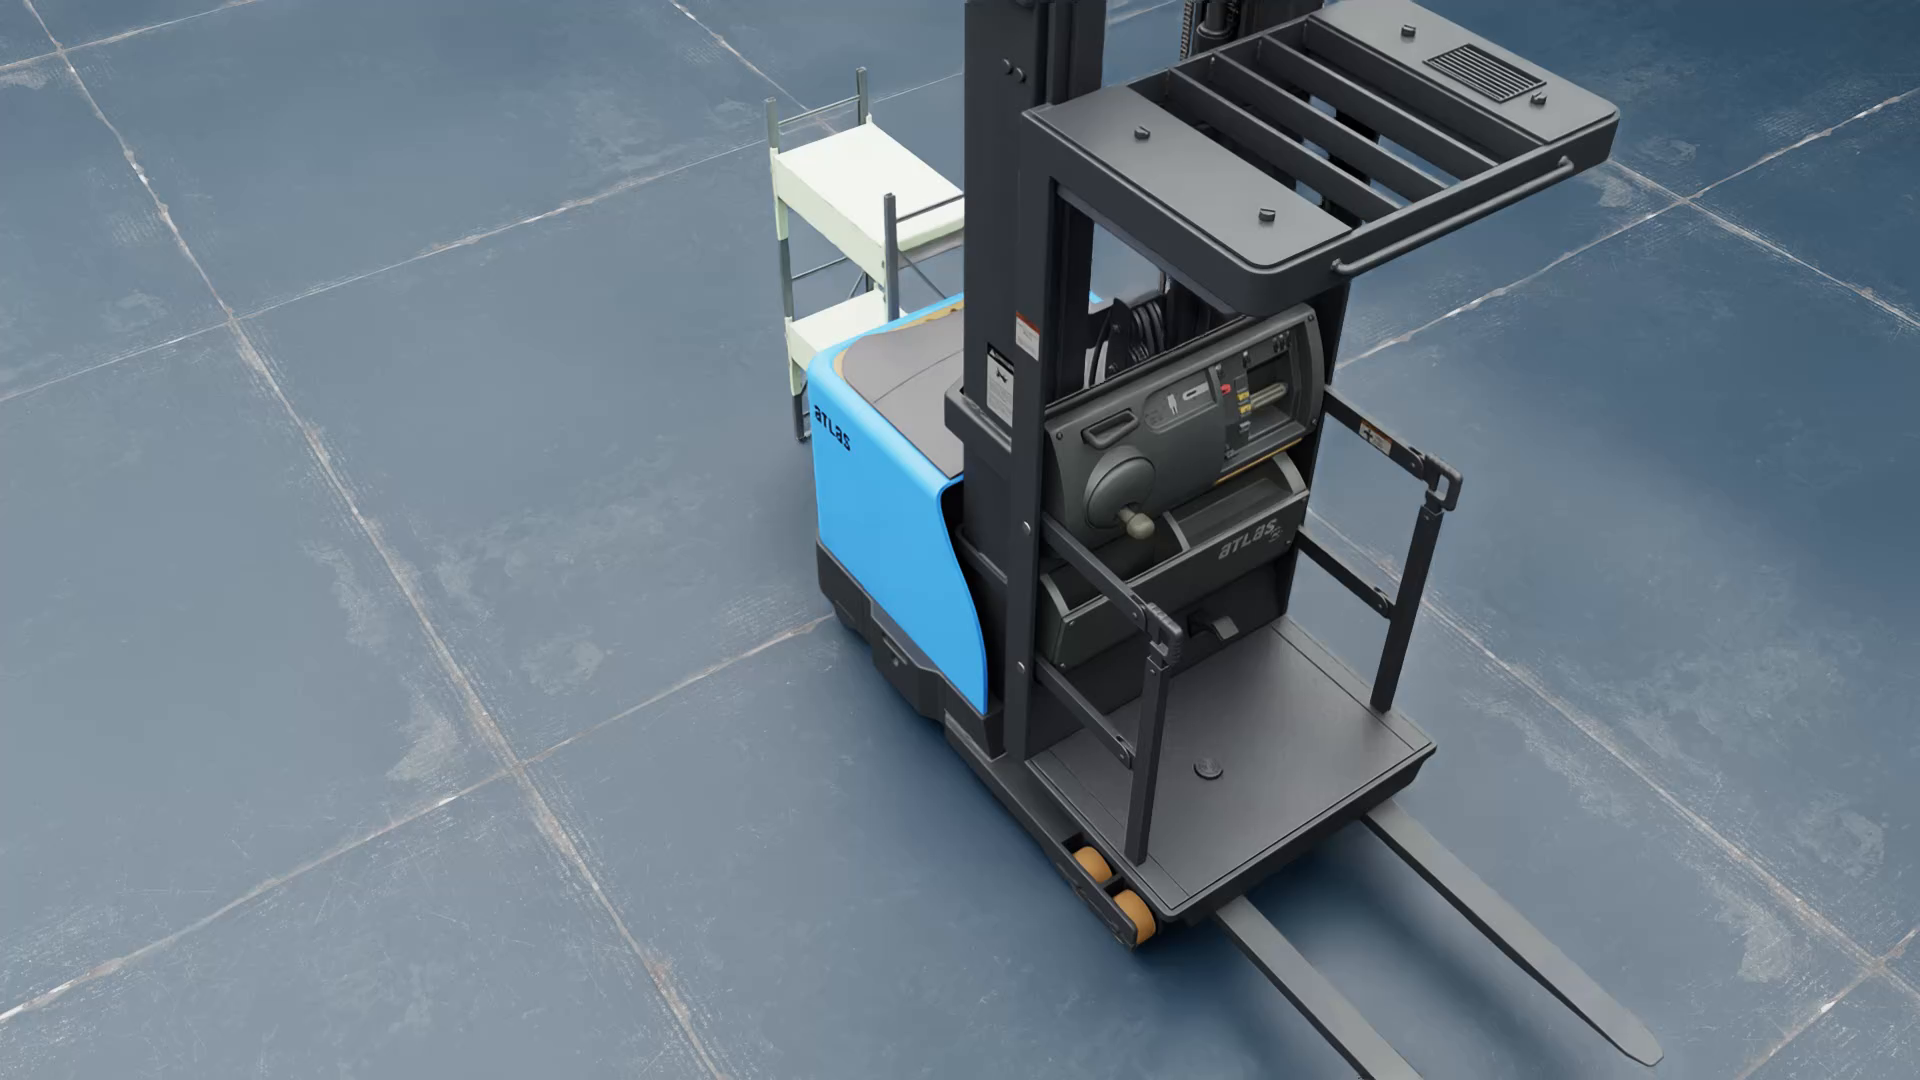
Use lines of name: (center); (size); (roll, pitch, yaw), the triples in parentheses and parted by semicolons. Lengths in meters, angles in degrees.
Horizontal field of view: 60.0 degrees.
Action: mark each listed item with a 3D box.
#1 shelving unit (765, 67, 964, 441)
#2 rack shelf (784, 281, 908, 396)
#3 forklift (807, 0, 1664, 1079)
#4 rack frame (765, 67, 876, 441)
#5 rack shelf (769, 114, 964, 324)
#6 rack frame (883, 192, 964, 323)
shelving unit: (-0.283, -0.819, 6.022); (0.431, 1.500, 0.755); (-26, 49, -25)
rack shelf: (-0.283, -0.583, 6.247); (0.431, 0.370, 0.720); (-26, 49, -25)
forklift: (0.752, -0.232, 4.371); (1.130, 2.935, 3.031); (-26, 49, -25)
rack frame: (-0.494, -1.025, 6.238); (0.400, 1.500, 0.023); (-26, 49, -25)
rack shelf: (-0.283, -1.101, 5.752); (0.431, 0.370, 0.720); (-26, 49, -25)
rack frame: (-0.072, -0.612, 5.805); (0.400, 1.500, 0.023); (-26, 49, -25)
